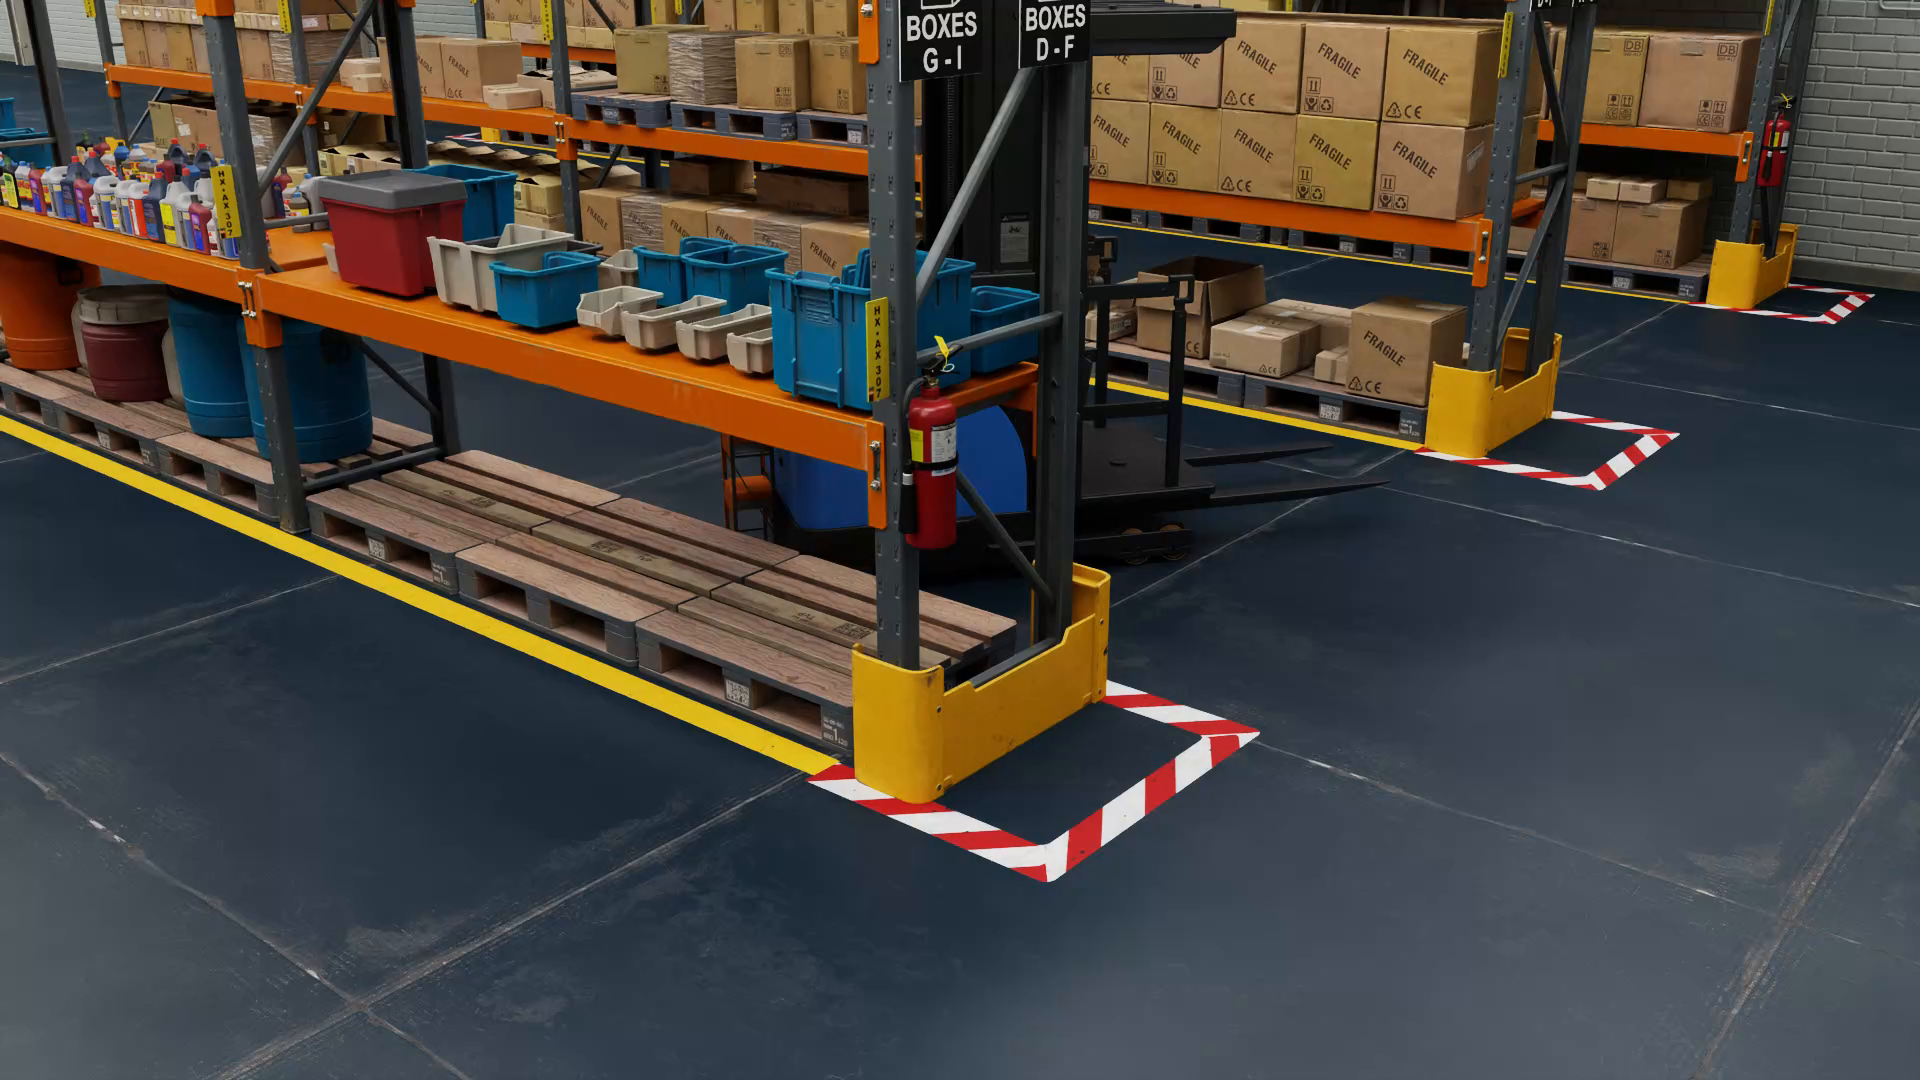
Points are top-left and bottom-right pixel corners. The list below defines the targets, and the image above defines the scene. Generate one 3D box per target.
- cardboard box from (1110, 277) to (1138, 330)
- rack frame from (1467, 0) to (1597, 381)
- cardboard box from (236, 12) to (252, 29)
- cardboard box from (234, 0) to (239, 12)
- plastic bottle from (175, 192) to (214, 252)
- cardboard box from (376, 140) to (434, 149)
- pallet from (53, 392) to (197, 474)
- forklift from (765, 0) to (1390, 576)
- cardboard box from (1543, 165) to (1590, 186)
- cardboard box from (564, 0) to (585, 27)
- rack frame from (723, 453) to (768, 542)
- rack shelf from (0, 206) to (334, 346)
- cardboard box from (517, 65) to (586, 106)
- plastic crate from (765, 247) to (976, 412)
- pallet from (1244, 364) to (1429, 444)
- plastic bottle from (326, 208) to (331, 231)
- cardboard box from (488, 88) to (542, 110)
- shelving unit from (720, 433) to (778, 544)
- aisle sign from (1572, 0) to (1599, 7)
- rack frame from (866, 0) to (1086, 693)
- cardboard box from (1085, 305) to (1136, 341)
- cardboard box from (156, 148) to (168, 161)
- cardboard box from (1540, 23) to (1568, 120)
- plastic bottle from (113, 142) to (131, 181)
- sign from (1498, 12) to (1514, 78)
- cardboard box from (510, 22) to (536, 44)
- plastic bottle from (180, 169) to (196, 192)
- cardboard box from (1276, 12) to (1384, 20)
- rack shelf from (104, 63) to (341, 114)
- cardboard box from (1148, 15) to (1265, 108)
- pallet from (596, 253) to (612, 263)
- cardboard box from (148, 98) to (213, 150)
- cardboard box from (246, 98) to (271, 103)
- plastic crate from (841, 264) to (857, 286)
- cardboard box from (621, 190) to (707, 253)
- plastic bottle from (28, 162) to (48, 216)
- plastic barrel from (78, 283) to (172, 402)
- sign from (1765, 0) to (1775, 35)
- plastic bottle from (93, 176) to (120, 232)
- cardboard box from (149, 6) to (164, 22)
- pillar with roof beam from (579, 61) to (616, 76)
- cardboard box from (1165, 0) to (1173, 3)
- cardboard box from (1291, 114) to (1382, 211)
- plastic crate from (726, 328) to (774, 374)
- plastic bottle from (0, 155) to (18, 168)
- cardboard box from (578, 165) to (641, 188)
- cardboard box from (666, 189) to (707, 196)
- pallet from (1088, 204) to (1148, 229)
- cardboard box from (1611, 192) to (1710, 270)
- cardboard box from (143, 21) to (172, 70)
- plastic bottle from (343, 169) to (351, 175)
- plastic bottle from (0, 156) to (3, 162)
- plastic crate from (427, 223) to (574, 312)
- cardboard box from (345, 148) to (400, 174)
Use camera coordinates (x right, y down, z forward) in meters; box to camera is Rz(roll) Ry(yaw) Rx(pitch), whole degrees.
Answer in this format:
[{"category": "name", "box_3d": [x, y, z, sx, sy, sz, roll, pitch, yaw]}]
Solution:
[{"category": "cardboard box", "box_3d": [1.312, -1.657, 11.499, 0.500, 0.311, 0.500, 16, 26, 36]}, {"category": "rack frame", "box_3d": [3.209, -2.034, 9.310, 0.127, 3.000, 1.000, 16, 26, 36]}, {"category": "cardboard box", "box_3d": [-7.033, -5.235, 16.739, 0.250, 0.149, 0.380, 16, 26, 36]}, {"category": "cardboard box", "box_3d": [-7.215, -5.686, 17.016, 0.500, 0.500, 0.700, 16, 26, 36]}, {"category": "plastic bottle", "box_3d": [-3.817, -1.596, 8.325, 0.135, 0.276, 0.152, 16, 26, 36]}, {"category": "cardboard box", "box_3d": [-5.593, -3.871, 16.690, 0.500, 0.311, 0.500, 16, 26, 36]}, {"category": "pallet", "box_3d": [-4.545, -0.724, 9.789, 1.213, 0.211, 1.003, 16, 26, 36]}, {"category": "forklift", "box_3d": [0.608, -1.430, 7.807, 3.031, 2.935, 1.130, -6, 21, -14]}, {"category": "cardboard box", "box_3d": [5.172, -3.100, 14.166, 0.250, 0.149, 0.380, 17, 26, 37]}, {"category": "cardboard box", "box_3d": [-4.697, -6.718, 20.853, 0.500, 0.500, 0.500, 17, 27, 38]}, {"category": "rack frame", "box_3d": [-1.037, -0.470, 7.927, 0.200, 1.050, 0.008, -6, 22, -16]}, {"category": "rack shelf", "box_3d": [-4.574, -1.683, 9.399, 4.000, 0.370, 1.077, 16, 26, 36]}, {"category": "cardboard box", "box_3d": [-3.559, -4.029, 14.729, 0.500, 0.311, 0.500, 16, 26, 36]}, {"category": "plastic crate", "box_3d": [-0.303, -0.749, 5.768, 0.499, 0.435, 0.616, 16, 26, 36]}, {"category": "pallet", "box_3d": [2.532, -0.924, 10.318, 1.213, 0.211, 1.003, 16, 26, 36]}, {"category": "plastic bottle", "box_3d": [-3.319, -1.783, 8.829, 0.097, 0.271, 0.097, 0, 21, 0]}, {"category": "cardboard box", "box_3d": [-3.860, -3.826, 14.420, 0.250, 0.149, 0.380, 16, 26, 36]}, {"category": "shelving unit", "box_3d": [-1.000, -0.429, 7.818, 0.215, 1.050, 0.252, -6, 22, -16]}, {"category": "aisle sign", "box_3d": [3.448, -3.315, 9.024, 0.004, 0.787, 0.394, 16, 26, 36]}, {"category": "rack frame", "box_3d": [0.074, -0.681, 5.722, 0.127, 3.000, 1.000, 16, 26, 36]}, {"category": "cardboard box", "box_3d": [0.975, -1.463, 11.190, 0.250, 0.166, 0.380, 16, 26, 36]}, {"category": "cardboard box", "box_3d": [-8.522, -4.222, 18.416, 0.500, 0.250, 0.500, 16, 26, 36]}, {"category": "cardboard box", "box_3d": [4.781, -3.972, 14.025, 0.700, 0.700, 0.980, 15, 25, 34]}, {"category": "plastic bottle", "box_3d": [-5.133, -2.306, 10.214, 0.097, 0.271, 0.097, 0, 21, 0]}, {"category": "sign", "box_3d": [2.843, -2.576, 8.660, 0.005, 0.325, 0.100, 16, 26, 36]}, {"category": "cardboard box", "box_3d": [-5.469, -6.590, 21.577, 0.500, 0.250, 0.500, 15, 25, 35]}, {"category": "plastic bottle", "box_3d": [-3.996, -1.746, 8.618, 0.185, 0.351, 0.144, 16, 26, 36]}, {"category": "cardboard box", "box_3d": [2.238, -2.947, 10.173, 0.500, 0.500, 0.500, 17, 26, 37]}, {"category": "rack shelf", "box_3d": [-7.637, -4.821, 17.720, 4.000, 0.370, 1.077, 16, 26, 36]}, {"category": "cardboard box", "box_3d": [1.496, -2.914, 10.086, 0.500, 0.500, 0.500, 17, 27, 38]}, {"category": "pallet", "box_3d": [-2.434, -2.337, 14.066, 1.213, 0.211, 1.003, 16, 26, 36]}, {"category": "cardboard box", "box_3d": [-8.523, -4.573, 18.282, 0.500, 0.500, 0.500, 16, 26, 36]}, {"category": "cardboard box", "box_3d": [-7.799, -4.607, 18.373, 0.500, 0.500, 0.500, 16, 26, 36]}, {"category": "plastic crate", "box_3d": [-0.419, -0.922, 6.515, 0.300, 0.233, 0.416, 16, 26, 36]}, {"category": "cardboard box", "box_3d": [-2.408, -2.560, 13.625, 0.500, 0.500, 0.500, 15, 25, 34]}, {"category": "plastic bottle", "box_3d": [-5.126, -1.956, 9.268, 0.133, 0.283, 0.061, 16, 26, 36]}, {"category": "plastic barrel", "box_3d": [-4.859, -1.177, 9.861, 0.708, 0.588, 0.600, 16, 26, 36]}, {"category": "sign", "box_3d": [5.985, -3.896, 12.272, 0.005, 0.325, 0.100, 16, 26, 36]}, {"category": "plastic bottle", "box_3d": [-4.492, -1.790, 8.840, 0.135, 0.276, 0.152, 16, 26, 36]}, {"category": "cardboard box", "box_3d": [-8.426, -5.636, 17.802, 0.250, 0.149, 0.380, 16, 26, 35]}, {"category": "pillar with roof beam", "box_3d": [-7.690, -8.669, 18.403, 0.400, 9.000, 9.100, 16, 26, 36]}, {"category": "cardboard box", "box_3d": [1.931, -5.092, 15.766, 0.500, 0.250, 0.500, 17, 26, 37]}, {"category": "cardboard box", "box_3d": [2.286, -2.221, 9.665, 0.500, 0.500, 0.500, 16, 26, 37]}, {"category": "plastic crate", "box_3d": [-0.672, -0.718, 6.109, 0.243, 0.136, 0.396, 16, 26, 36]}, {"category": "plastic bottle", "box_3d": [-5.523, -2.100, 9.669, 0.097, 0.271, 0.097, 0, 21, 0]}, {"category": "cardboard box", "box_3d": [-3.209, -3.188, 14.878, 0.500, 0.311, 0.500, 17, 27, 38]}, {"category": "cardboard box", "box_3d": [-2.116, -2.710, 14.024, 0.500, 0.500, 0.500, 17, 27, 38]}, {"category": "pallet", "box_3d": [1.645, -3.400, 16.885, 1.213, 0.211, 1.003, 16, 26, 36]}, {"category": "cardboard box", "box_3d": [5.733, -2.545, 13.612, 0.500, 0.500, 0.700, 16, 26, 36]}, {"category": "cardboard box", "box_3d": [-8.423, -5.427, 18.166, 0.500, 0.500, 0.700, 17, 26, 38]}, {"category": "plastic bottle", "box_3d": [-3.124, -1.726, 8.564, 0.185, 0.351, 0.144, 16, 26, 36]}, {"category": "plastic bottle", "box_3d": [-5.634, -2.119, 9.713, 0.135, 0.276, 0.152, 16, 26, 36]}, {"category": "plastic crate", "box_3d": [-1.958, -1.155, 7.062, 0.530, 0.282, 0.437, 16, 26, 36]}, {"category": "cardboard box", "box_3d": [-5.540, -3.610, 15.997, 0.500, 0.311, 0.500, 16, 26, 36]}]
